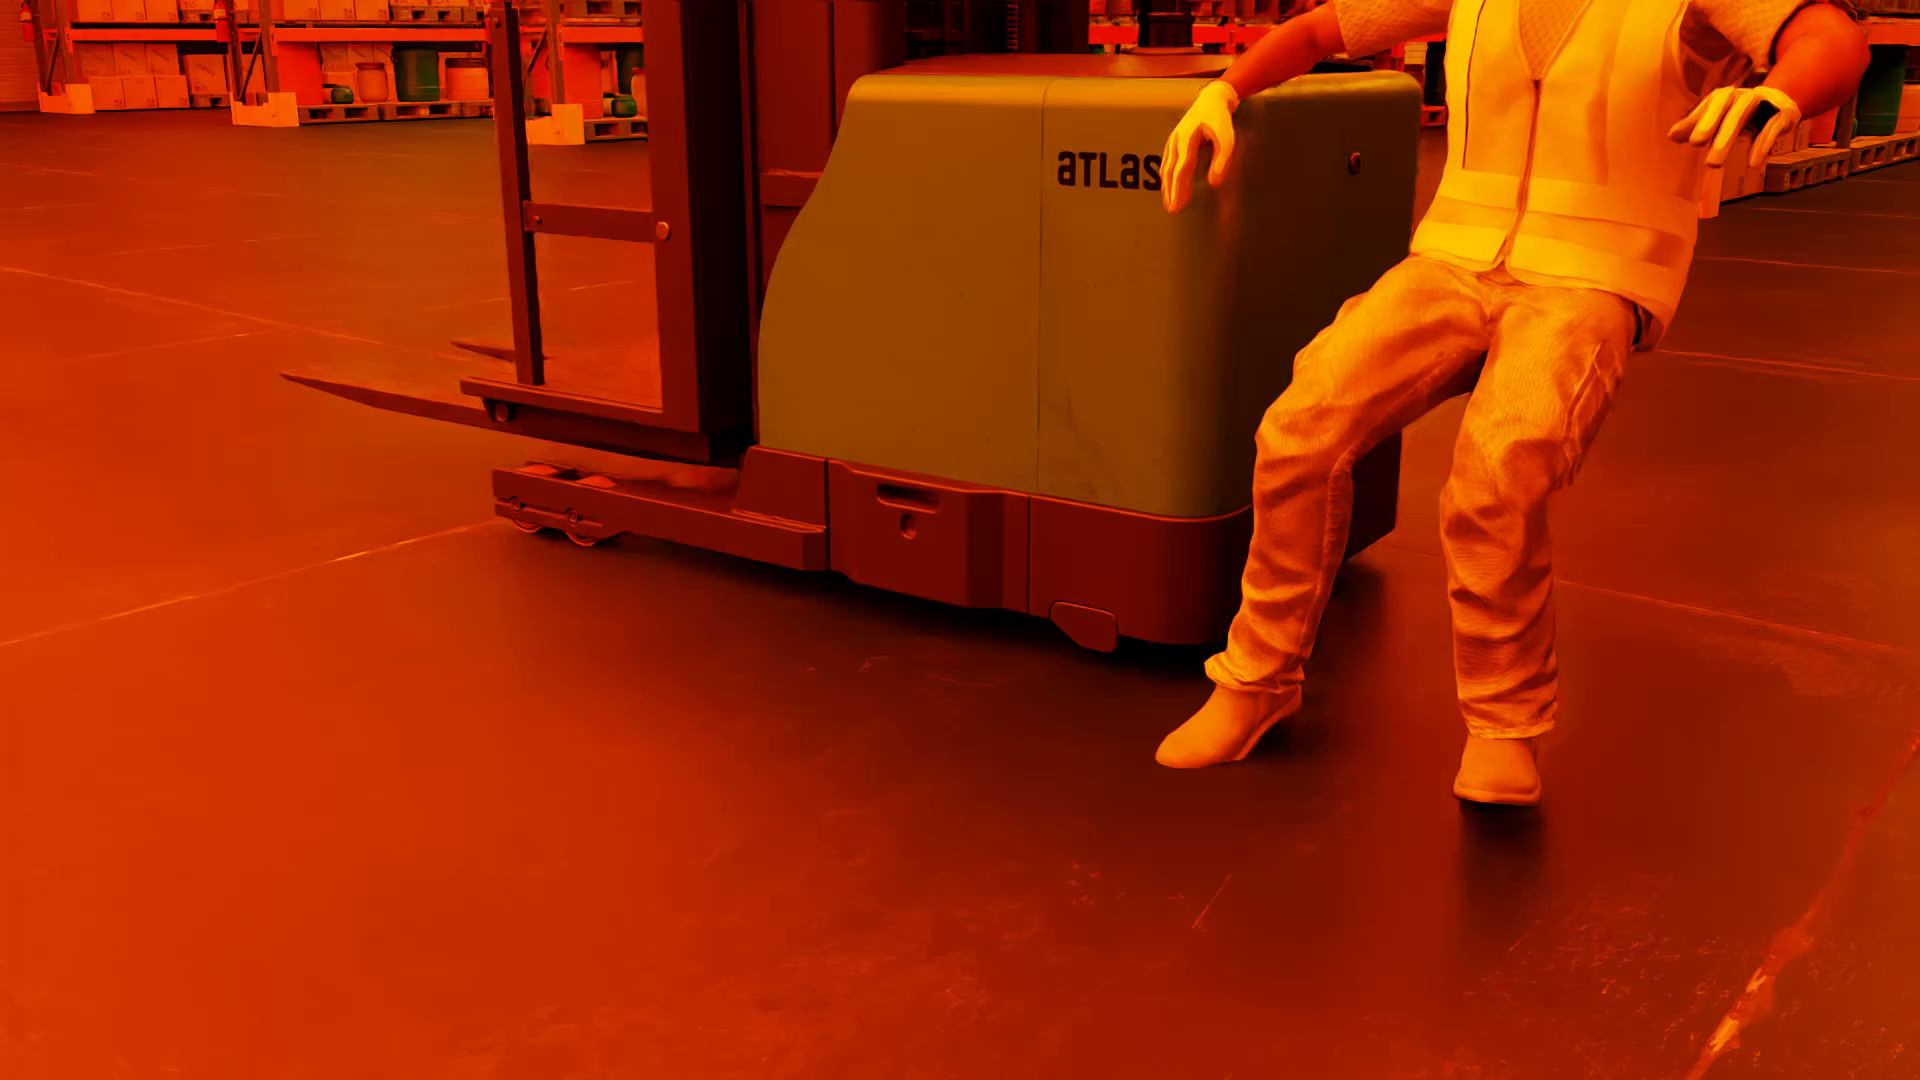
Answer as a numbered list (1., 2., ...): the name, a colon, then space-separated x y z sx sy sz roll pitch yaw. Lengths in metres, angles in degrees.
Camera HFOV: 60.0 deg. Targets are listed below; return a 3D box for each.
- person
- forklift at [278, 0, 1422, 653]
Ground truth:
1. person: 0.794 -0.407 2.568 0.998 1.625 0.761 13 21 37
2. forklift: -0.511 -1.500 3.839 3.031 2.935 1.130 11 20 33
